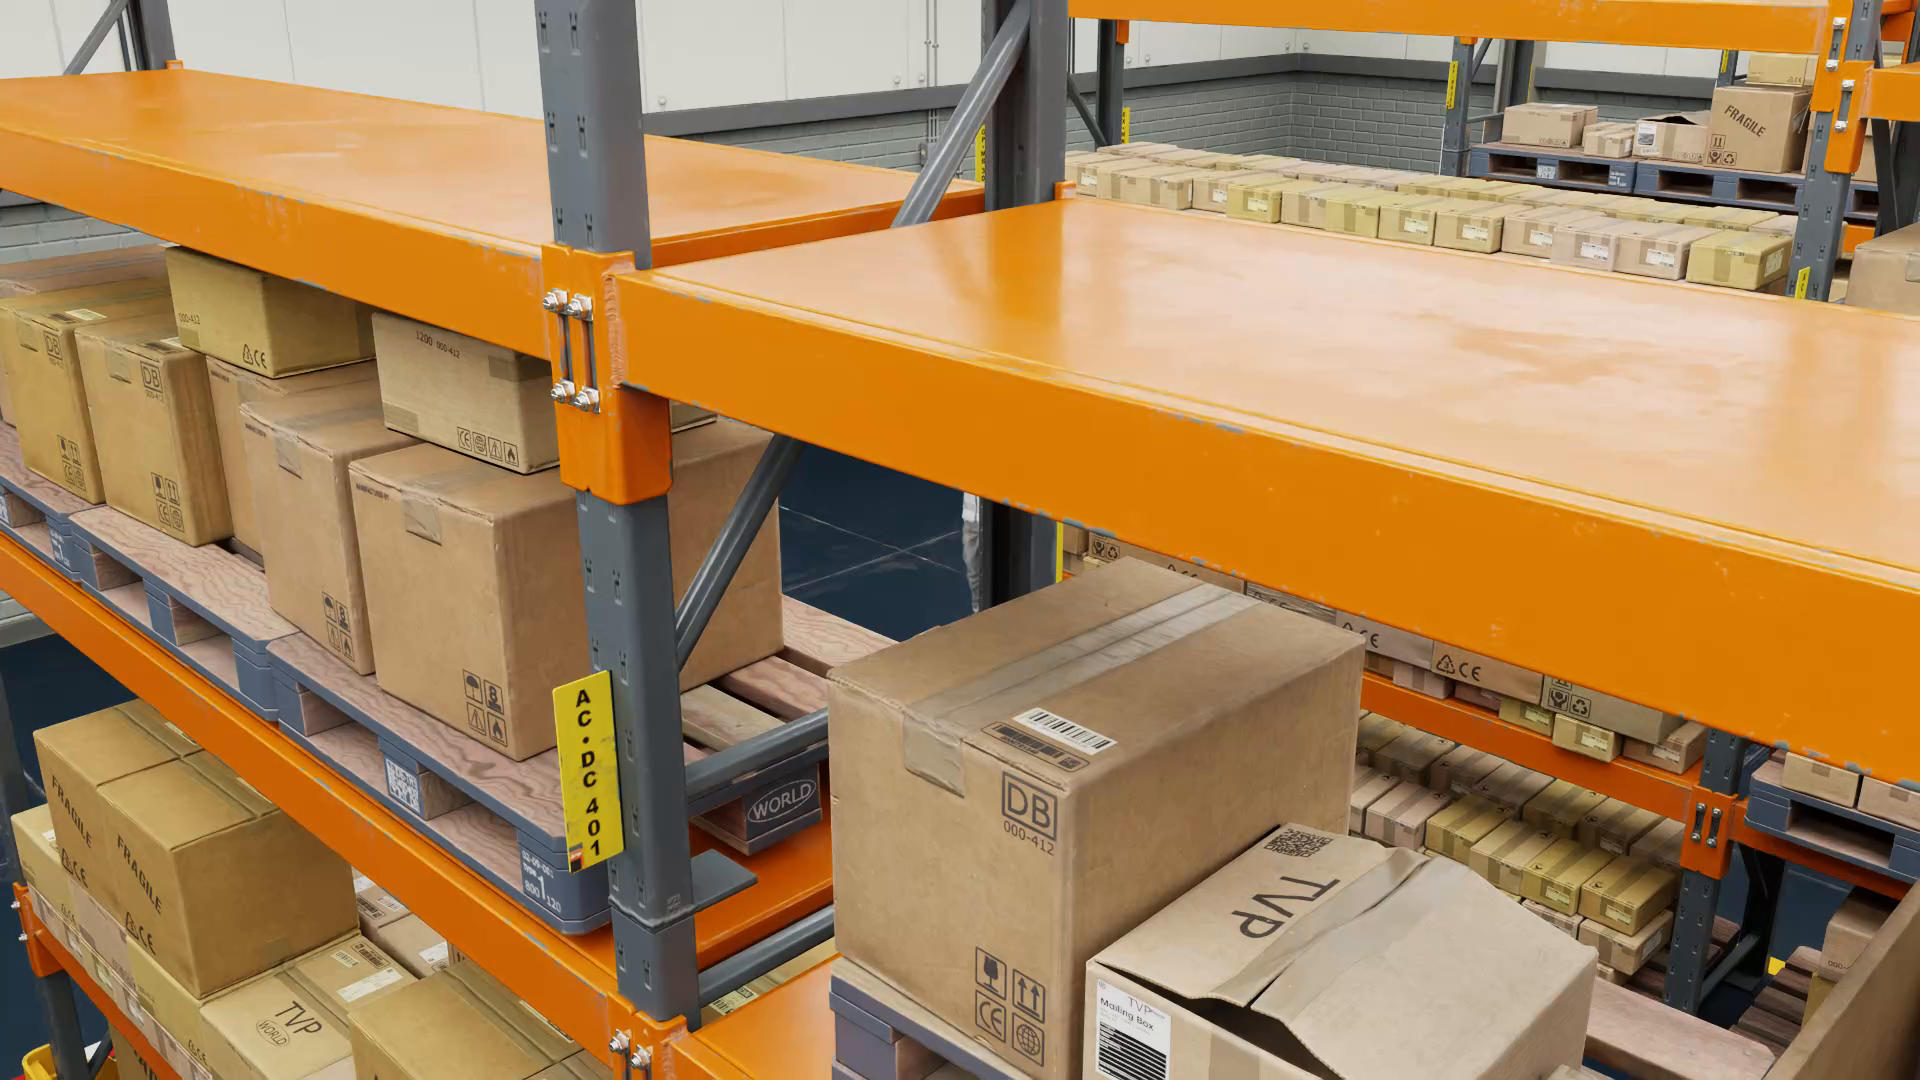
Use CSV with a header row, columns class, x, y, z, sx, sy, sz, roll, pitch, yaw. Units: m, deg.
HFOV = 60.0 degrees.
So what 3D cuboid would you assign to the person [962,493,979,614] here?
class,x,y,z,sx,sy,sz,roll,pitch,yaw
person,0.225,-0.111,10.848,0.545,1.782,0.354,19,27,41
